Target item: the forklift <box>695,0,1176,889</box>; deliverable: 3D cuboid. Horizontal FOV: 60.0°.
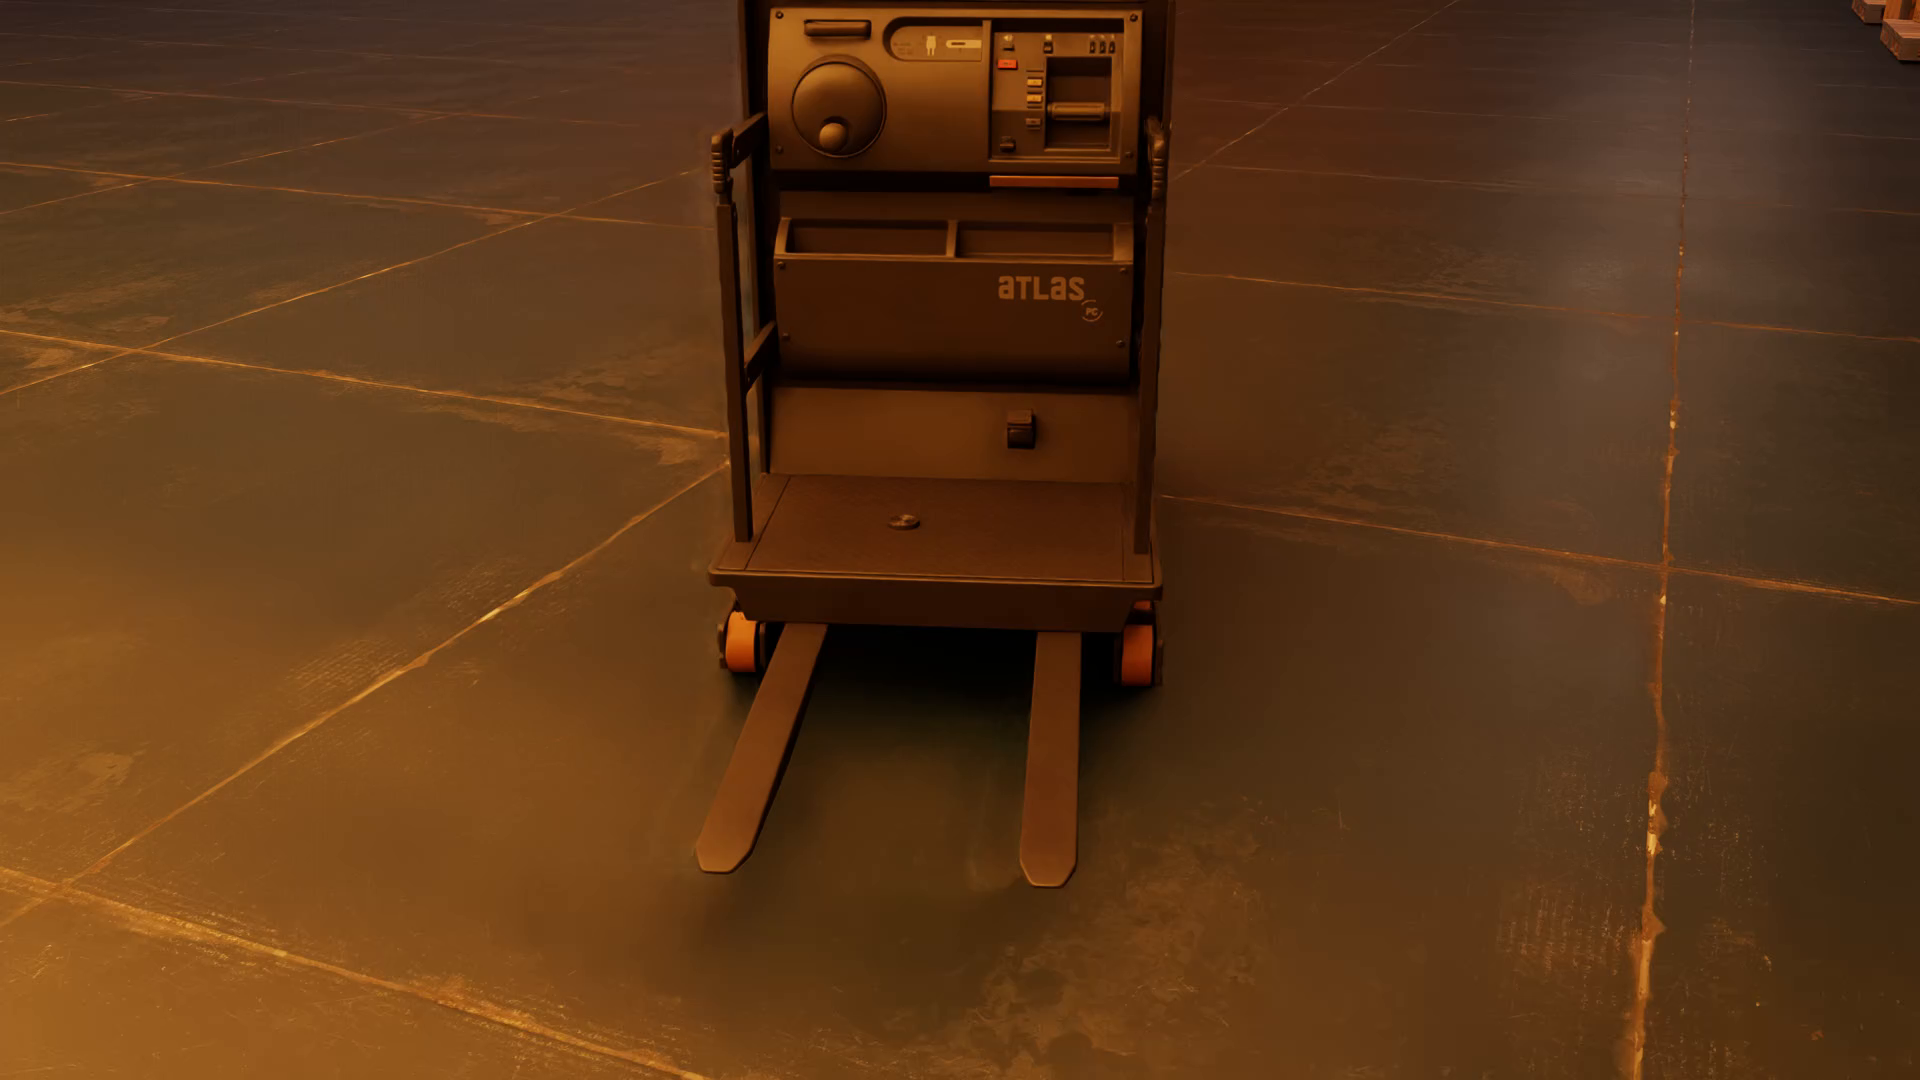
[{"bbox_3d":[-0.029,-1.111,3.950,1.130,2.935,3.031,2,23,4],"label":"forklift"}]
